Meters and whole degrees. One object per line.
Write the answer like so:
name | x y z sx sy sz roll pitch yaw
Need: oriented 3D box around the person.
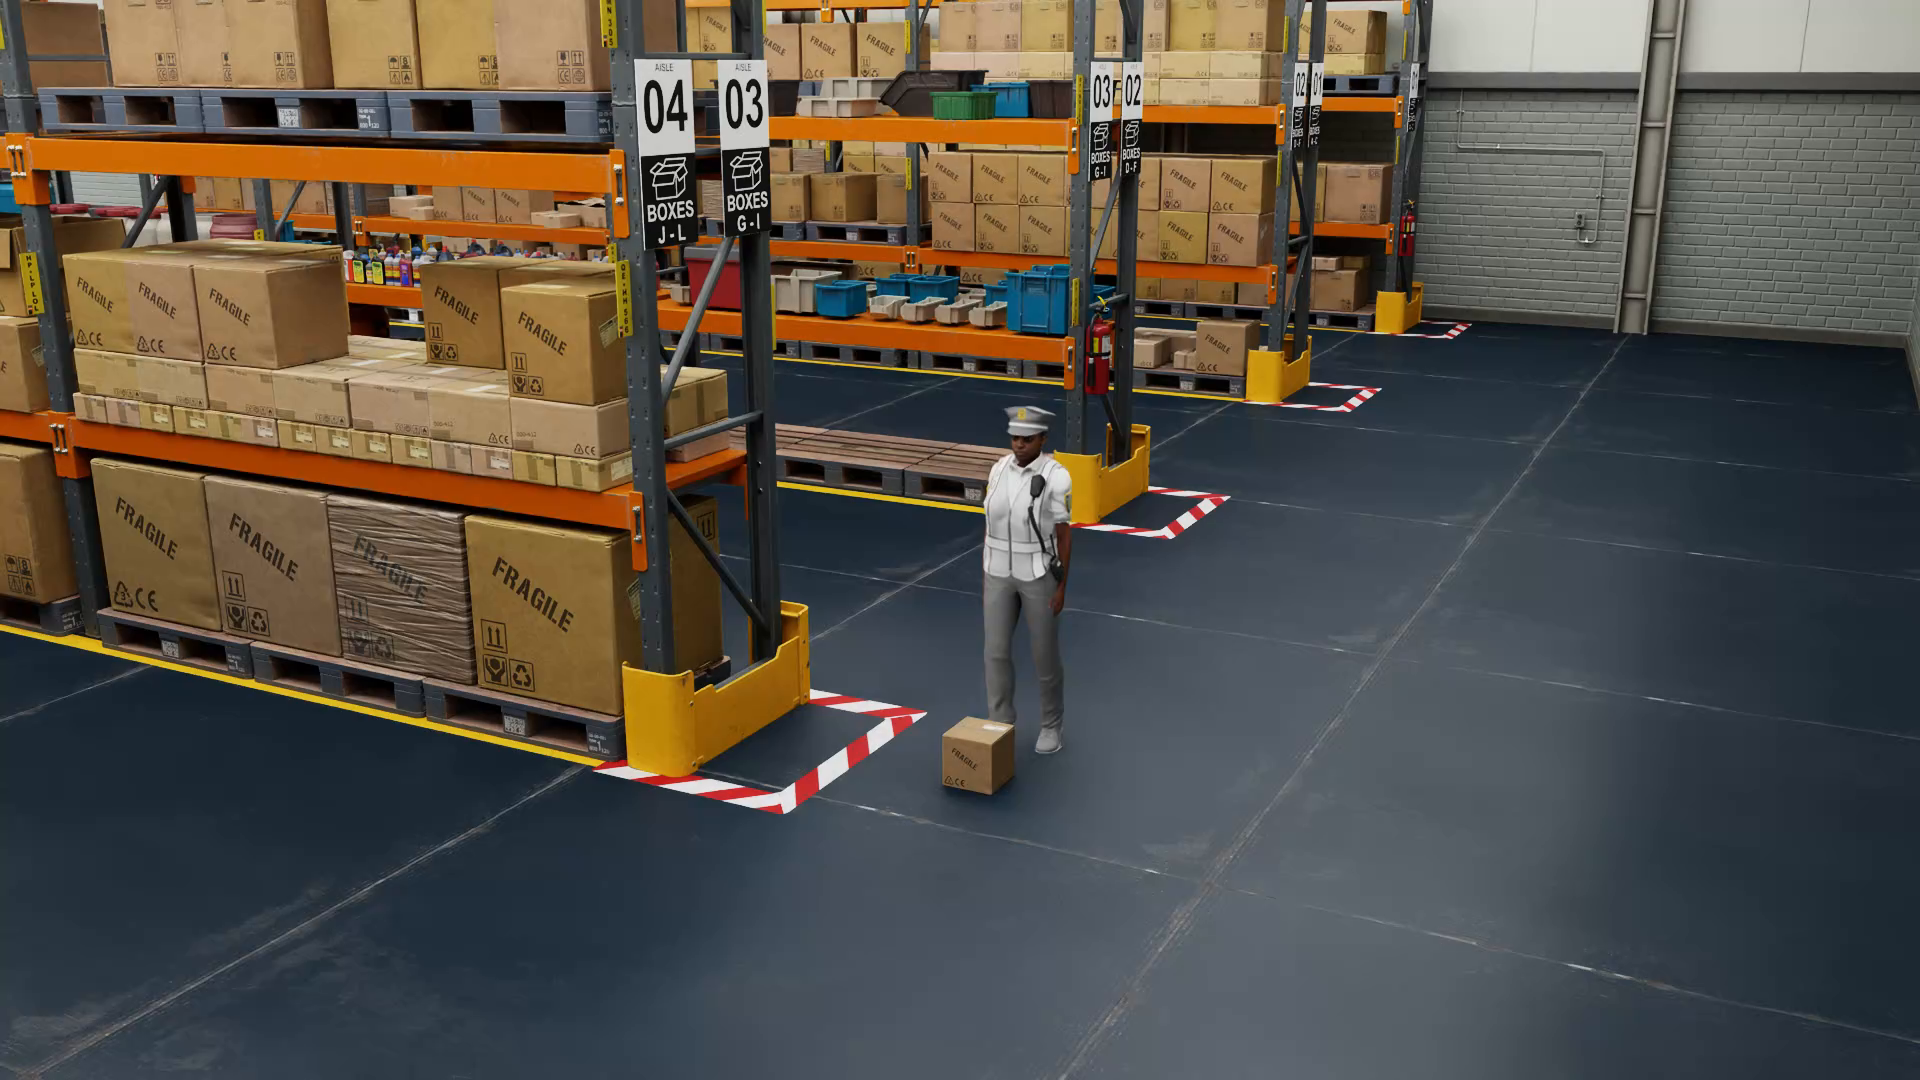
person | 0.305 0.193 7.850 0.439 1.701 0.432 8 18 27
